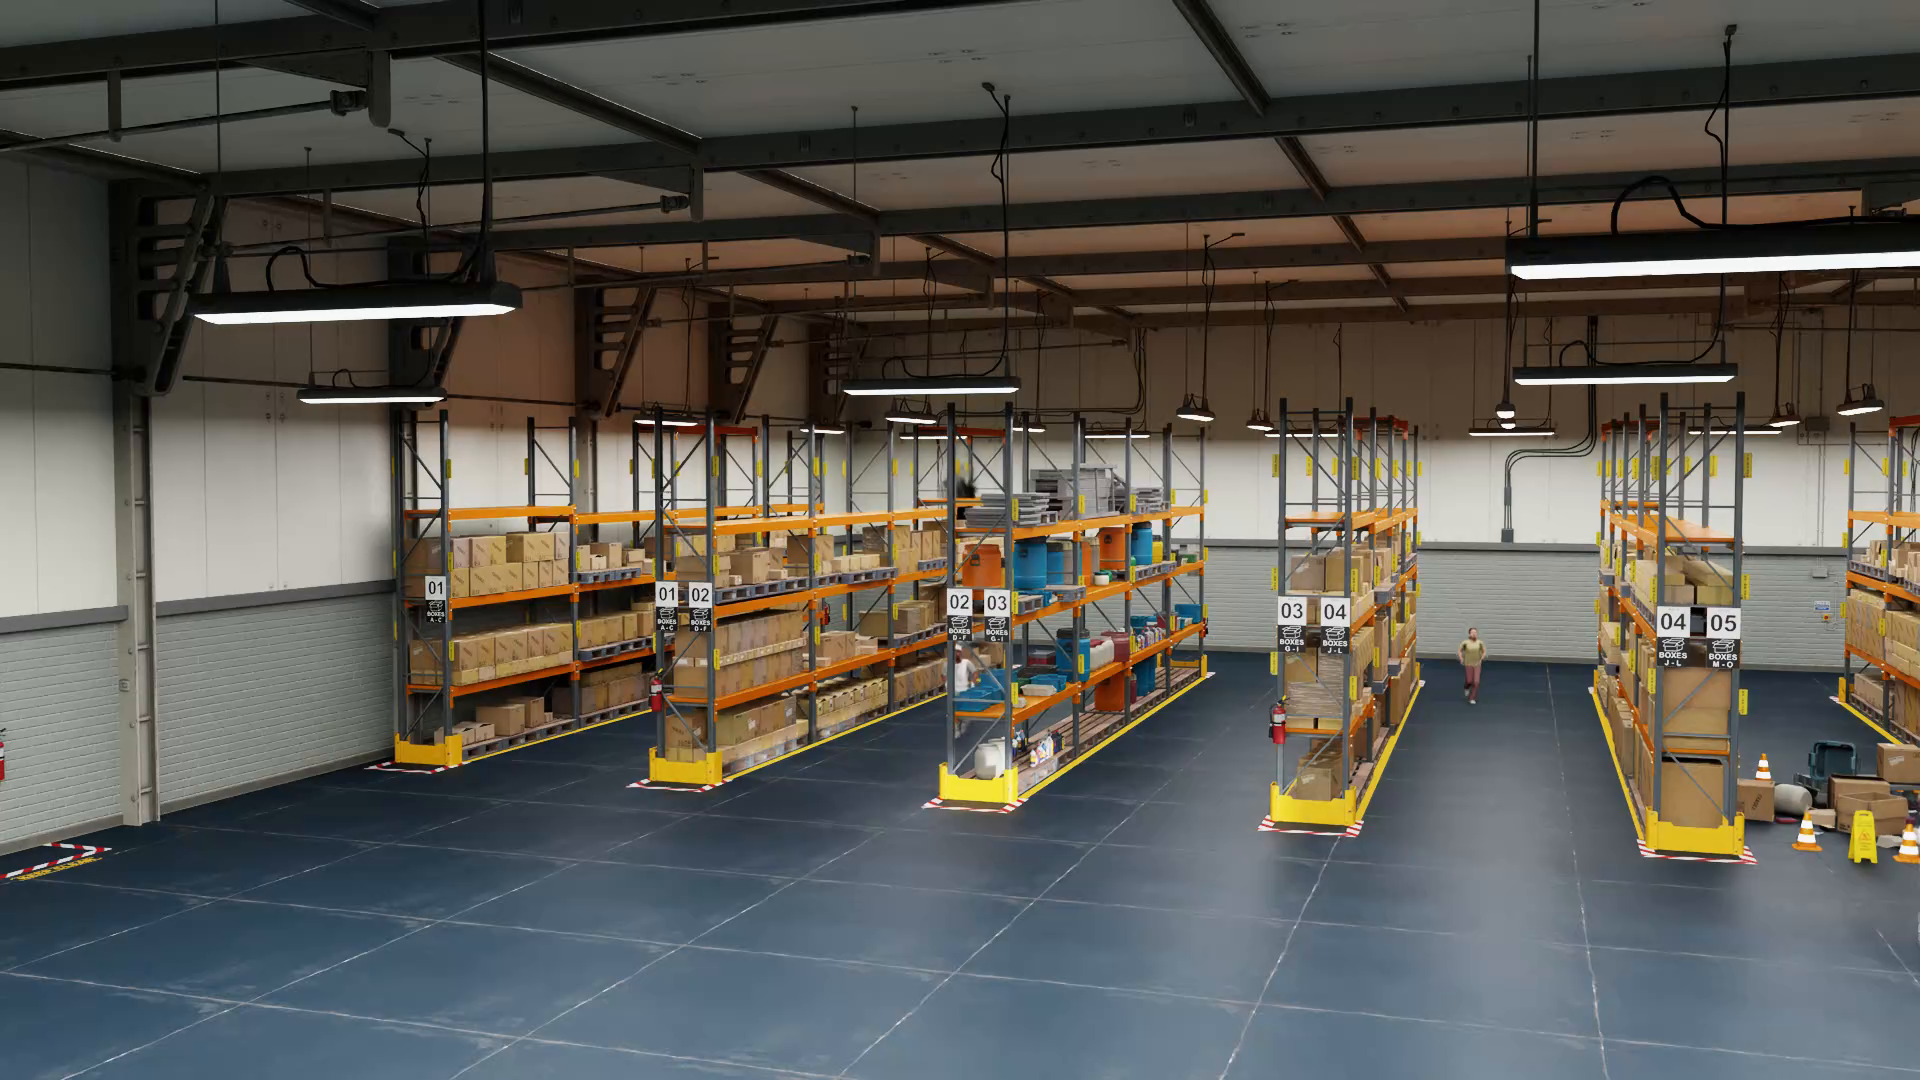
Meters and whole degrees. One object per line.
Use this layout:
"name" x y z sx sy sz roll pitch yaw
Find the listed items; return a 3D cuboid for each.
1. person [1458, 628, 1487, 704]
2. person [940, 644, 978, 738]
"person" 10.928 2.678 35.454 0.583 1.623 0.557 0 2 9
"person" -0.056 2.805 30.747 0.673 1.737 0.602 1 3 14
